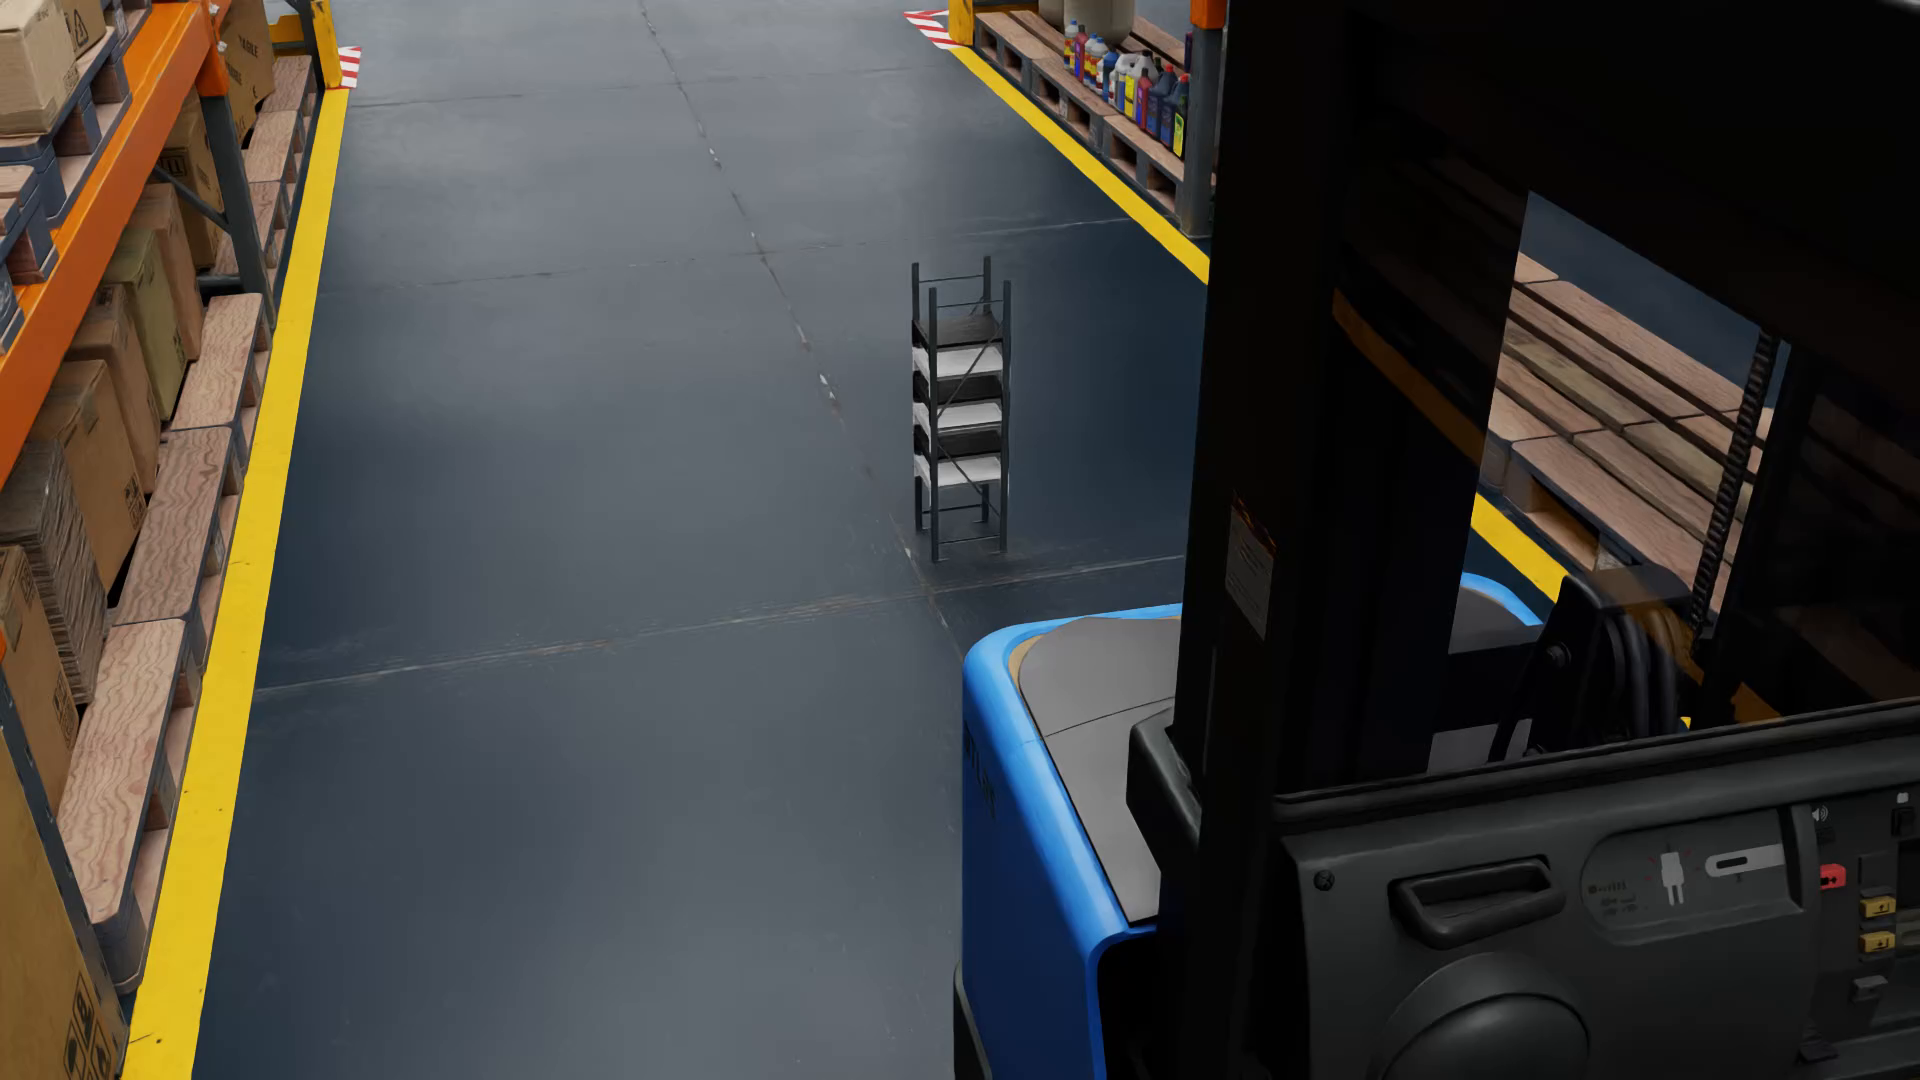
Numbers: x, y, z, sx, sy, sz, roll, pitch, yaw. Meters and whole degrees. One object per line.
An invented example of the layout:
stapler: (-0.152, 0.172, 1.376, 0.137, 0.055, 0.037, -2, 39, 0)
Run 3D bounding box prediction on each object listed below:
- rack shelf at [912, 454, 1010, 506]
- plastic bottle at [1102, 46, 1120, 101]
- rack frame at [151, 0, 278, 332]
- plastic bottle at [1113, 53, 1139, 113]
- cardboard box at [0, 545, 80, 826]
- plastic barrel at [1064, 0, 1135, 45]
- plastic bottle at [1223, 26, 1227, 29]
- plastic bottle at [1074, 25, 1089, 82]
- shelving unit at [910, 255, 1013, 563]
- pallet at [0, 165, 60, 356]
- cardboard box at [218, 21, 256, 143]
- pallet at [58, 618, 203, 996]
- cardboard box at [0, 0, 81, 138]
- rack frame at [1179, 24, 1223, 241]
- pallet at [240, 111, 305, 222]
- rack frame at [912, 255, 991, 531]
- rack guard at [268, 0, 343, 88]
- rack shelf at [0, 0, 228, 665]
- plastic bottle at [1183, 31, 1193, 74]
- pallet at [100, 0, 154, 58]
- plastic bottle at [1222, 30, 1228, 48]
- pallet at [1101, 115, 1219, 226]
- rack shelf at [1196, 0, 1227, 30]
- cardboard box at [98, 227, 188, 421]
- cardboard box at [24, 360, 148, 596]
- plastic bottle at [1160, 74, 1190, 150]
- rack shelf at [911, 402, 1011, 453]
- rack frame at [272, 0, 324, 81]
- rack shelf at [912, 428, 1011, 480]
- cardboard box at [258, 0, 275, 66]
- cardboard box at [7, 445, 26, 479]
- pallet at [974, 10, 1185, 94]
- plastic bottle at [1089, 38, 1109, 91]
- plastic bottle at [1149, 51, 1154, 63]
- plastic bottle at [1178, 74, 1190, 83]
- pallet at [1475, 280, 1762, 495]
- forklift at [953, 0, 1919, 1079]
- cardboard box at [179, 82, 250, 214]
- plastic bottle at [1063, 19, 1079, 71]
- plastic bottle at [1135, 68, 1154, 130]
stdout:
rack shelf: (0.002, -0.201, 5.125, 0.258, 0.077, 0.200, -8, 31, -13)
plastic bottle: (0.806, -2.476, 8.819, 0.097, 0.271, 0.097, 0, 30, 0)
rack frame: (-3.260, -2.105, 5.893, 1.000, 3.000, 0.127, -8, 31, -13)
plastic bottle: (0.891, -2.376, 8.640, 0.152, 0.276, 0.135, -7, 31, -12)
cardboard box: (-2.395, 0.397, 3.626, 0.700, 0.500, 0.500, -9, 31, -16)
plastic barrel: (0.835, -3.251, 9.937, 0.421, 0.512, 0.421, 0, 30, 0)
plastic bottle: (1.405, -2.753, 9.292, 0.152, 0.276, 0.135, -8, 31, -13)
plastic bottle: (0.677, -2.682, 9.161, 0.061, 0.283, 0.133, -7, 31, -12)
shelving unit: (0.002, -0.386, 5.018, 0.258, 0.900, 0.210, -8, 31, -13)
pallet: (-2.490, -0.420, 3.173, 1.213, 0.211, 1.003, -8, 31, -13)
cardboard box: (-3.832, -2.244, 8.209, 0.500, 0.500, 0.500, -5, 30, -9)
pallet: (-2.404, 0.656, 3.906, 1.003, 0.211, 1.213, -8, 31, -13)
cardboard box: (-2.421, -1.130, 3.939, 0.500, 0.250, 0.500, -9, 31, -15)
rack frame: (1.516, -2.764, 7.031, 1.000, 3.000, 0.127, -8, 31, -13)
pallet: (-3.799, -1.808, 8.164, 1.003, 0.211, 1.213, -8, 31, -13)
rack frame: (-0.025, -0.435, 5.103, 0.240, 0.900, 0.006, -8, 31, -13)
rack guard: (-4.301, -2.919, 9.793, 1.175, 0.500, 0.348, -8, 31, -13)
rack shelf: (-2.729, -0.828, 4.404, 1.077, 0.370, 4.000, -8, 31, -13)
plastic bottle: (1.302, -2.742, 9.265, 0.061, 0.283, 0.133, -8, 31, -13)
pallet: (-3.197, -1.634, 5.270, 1.003, 0.211, 1.213, -8, 31, -13)
plastic bottle: (1.489, -2.639, 9.020, 0.144, 0.351, 0.185, -7, 31, -11)
pallet: (1.378, -1.887, 8.299, 1.003, 0.211, 1.213, -8, 31, -13)
rack shelf: (2.047, -1.487, 5.542, 1.077, 0.370, 4.000, -8, 31, -13)
cardboard box: (-3.009, -0.682, 5.489, 0.700, 0.500, 0.500, -8, 31, -14)
cardboard box: (-2.712, -0.142, 4.557, 0.700, 0.500, 0.500, -5, 30, -9)
plastic bottle: (1.067, -2.080, 8.055, 0.144, 0.351, 0.185, -9, 31, -15)
rack shelf: (0.002, -0.357, 5.034, 0.258, 0.077, 0.200, -8, 31, -13)
rack frame: (-4.321, -4.037, 9.231, 1.000, 3.000, 0.127, -8, 31, -13)
rack shelf: (0.002, -0.279, 5.080, 0.258, 0.077, 0.200, -8, 31, -13)
cardboard box: (-4.172, -2.833, 9.227, 0.500, 0.500, 0.500, -2, 30, -4)
cardboard box: (-2.555, -0.181, 3.876, 0.500, 0.250, 0.500, -4, 30, -8)
pallet: (0.730, -3.065, 10.335, 1.003, 0.211, 1.213, -8, 31, -13)
plastic bottle: (0.752, -2.574, 8.988, 0.097, 0.271, 0.097, 0, 30, 0)
plastic bottle: (0.993, -2.393, 8.663, 0.061, 0.283, 0.133, -8, 31, -13)
plastic bottle: (1.152, -2.173, 8.289, 0.152, 0.276, 0.135, -8, 31, -13)
pallet: (2.089, -0.592, 6.063, 1.003, 0.211, 1.213, -8, 31, -13)
forklift: (0.827, 0.475, 1.504, 1.130, 2.935, 3.031, -7, 31, -12)
cardboard box: (-3.487, -1.679, 7.233, 0.500, 0.500, 0.500, 2, 30, 3)
plastic bottle: (0.635, -2.788, 9.357, 0.097, 0.271, 0.097, 0, 30, 0)
plastic bottle: (0.932, -2.217, 8.359, 0.061, 0.283, 0.133, -6, 31, -10)
